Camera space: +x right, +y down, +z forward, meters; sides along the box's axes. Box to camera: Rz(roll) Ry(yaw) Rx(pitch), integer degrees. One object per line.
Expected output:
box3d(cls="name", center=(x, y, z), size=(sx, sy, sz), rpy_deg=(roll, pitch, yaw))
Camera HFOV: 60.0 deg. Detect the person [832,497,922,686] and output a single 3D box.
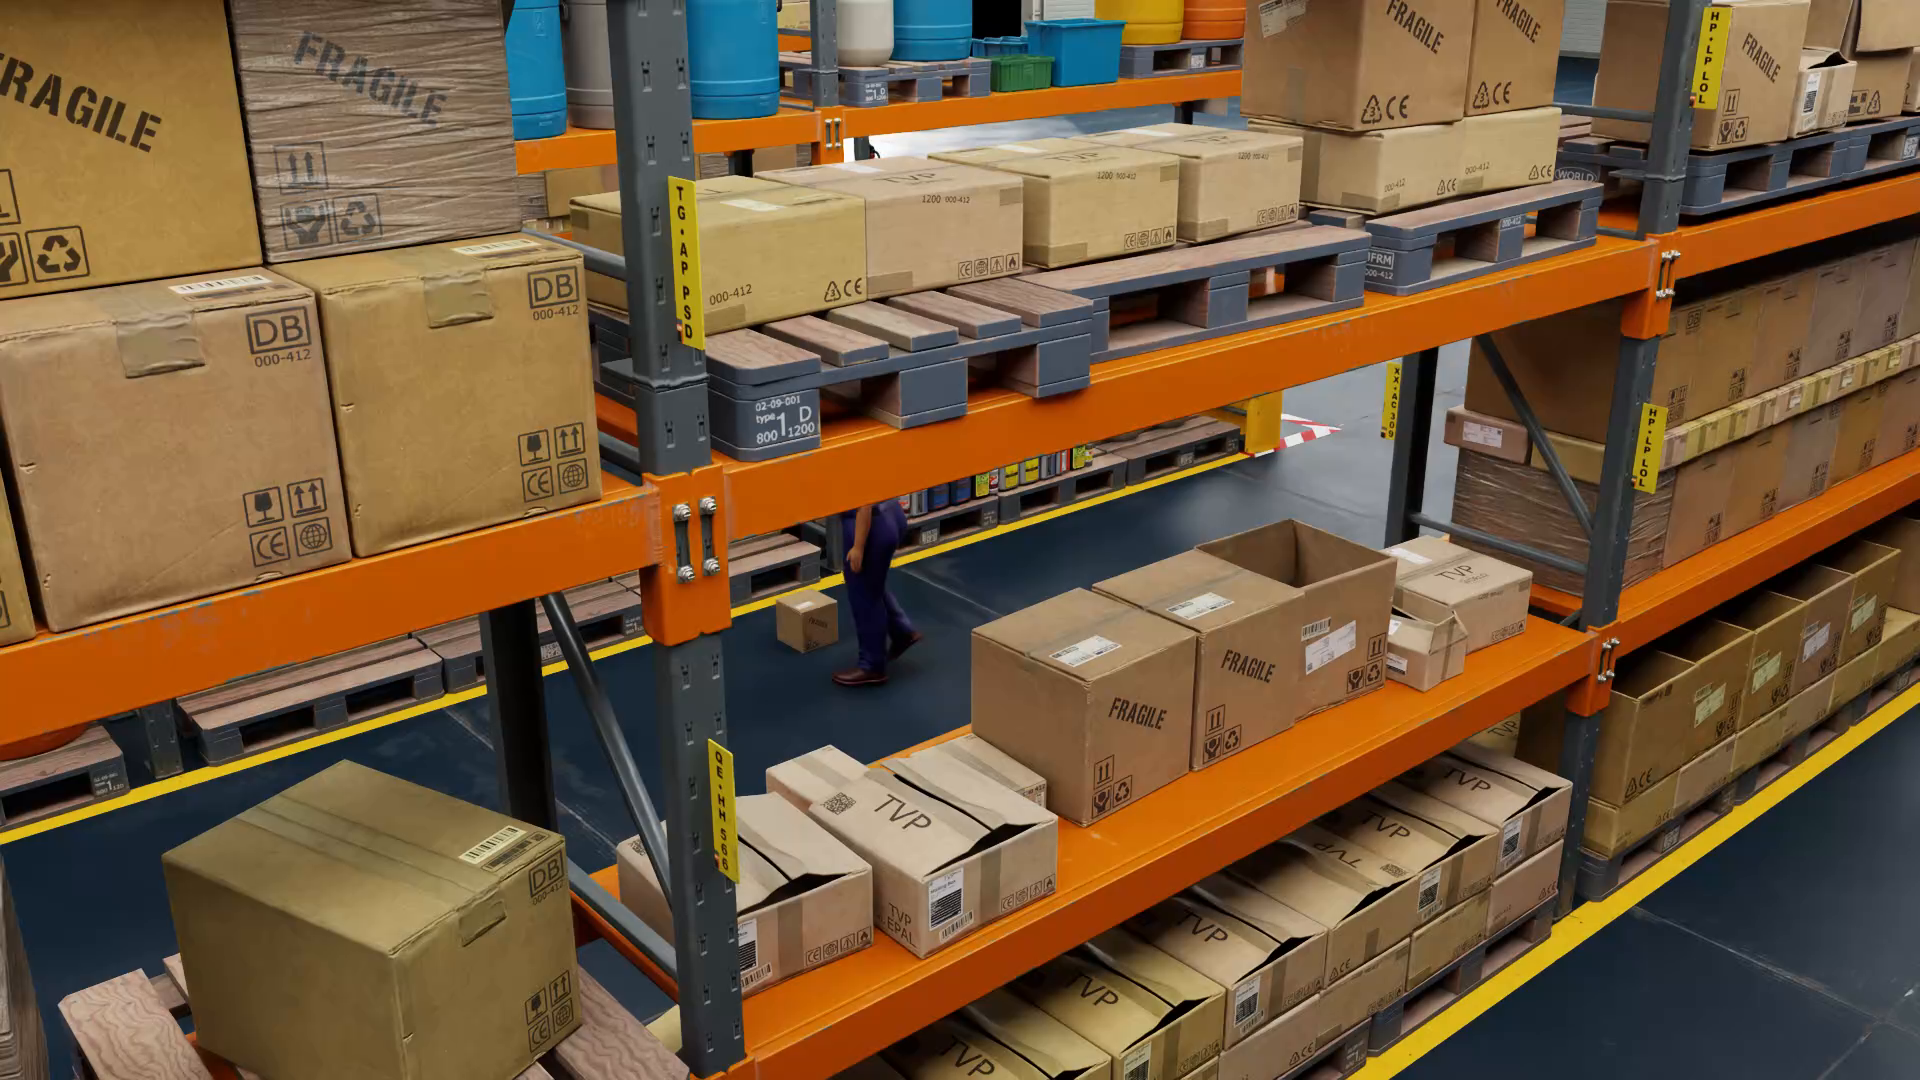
box3d(cls="person", center=(-0.460, -0.036, 8.662), size=(0.444, 1.647, 0.492), rpy_deg=(6, 22, 14))
